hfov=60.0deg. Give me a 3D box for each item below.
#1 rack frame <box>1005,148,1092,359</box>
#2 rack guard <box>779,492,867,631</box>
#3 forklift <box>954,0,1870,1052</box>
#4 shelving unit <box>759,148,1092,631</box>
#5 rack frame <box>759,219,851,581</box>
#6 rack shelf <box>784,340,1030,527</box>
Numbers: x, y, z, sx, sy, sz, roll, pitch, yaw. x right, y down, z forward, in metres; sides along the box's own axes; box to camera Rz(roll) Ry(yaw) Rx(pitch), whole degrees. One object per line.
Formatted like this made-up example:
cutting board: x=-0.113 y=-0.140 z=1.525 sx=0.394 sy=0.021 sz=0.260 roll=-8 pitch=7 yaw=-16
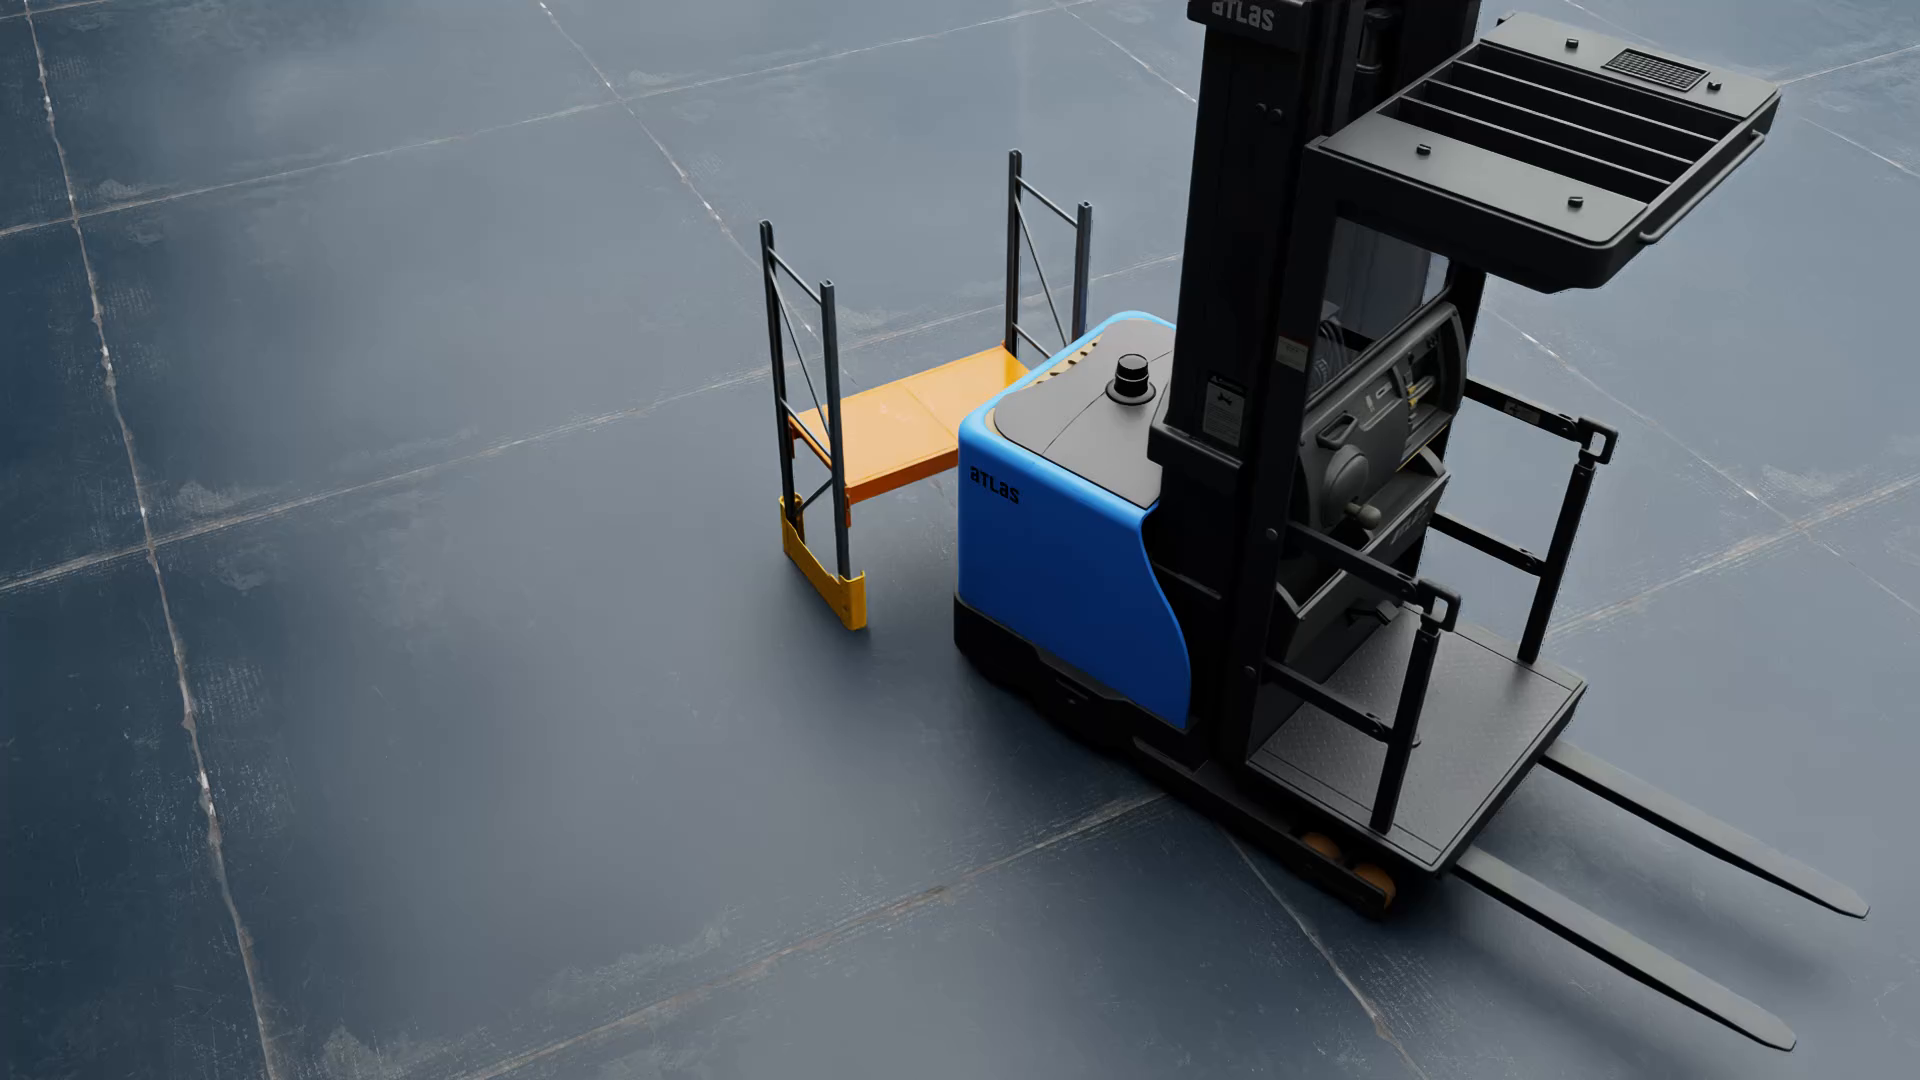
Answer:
rack frame: x=0.321 y=-0.729 z=6.451 sx=0.032 sy=1.500 sz=0.500 roll=-21 pitch=45 yaw=-23
rack guard: x=-0.535 y=0.079 z=6.464 sx=0.087 sy=0.250 sz=0.587 roll=-21 pitch=45 yaw=-23
forklift: x=1.421 y=-0.307 z=4.844 sx=3.031 sy=2.935 sz=1.130 roll=29 pitch=48 yaw=30
shelving unit: x=-0.107 y=-0.564 z=6.255 sx=1.083 sy=1.500 sz=0.587 roll=-21 pitch=45 yaw=-23
rack frame: x=-0.551 y=-0.392 z=6.052 sx=0.032 sy=1.500 sz=0.500 roll=-21 pitch=45 yaw=-23
rack shelf: x=-0.115 y=-0.423 z=6.368 sx=1.000 sy=0.185 sz=0.538 roll=-21 pitch=45 yaw=-23
